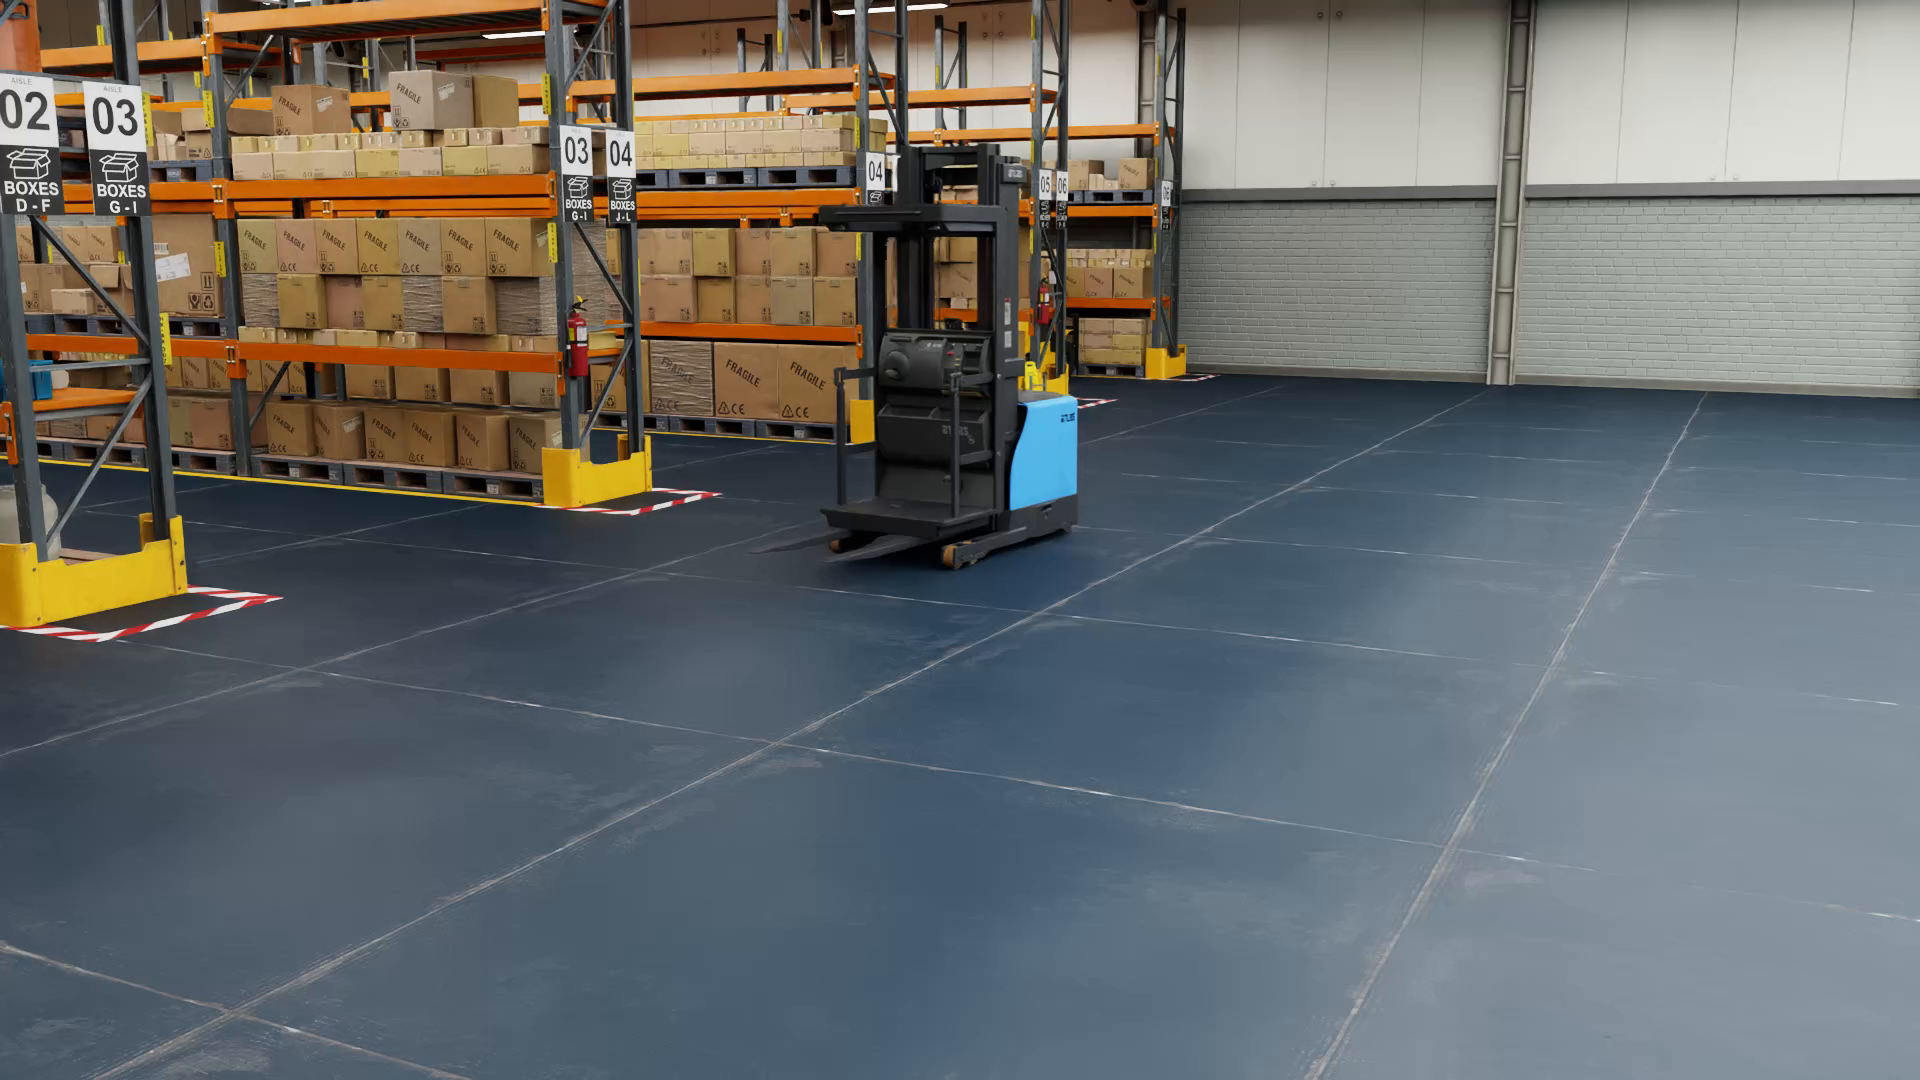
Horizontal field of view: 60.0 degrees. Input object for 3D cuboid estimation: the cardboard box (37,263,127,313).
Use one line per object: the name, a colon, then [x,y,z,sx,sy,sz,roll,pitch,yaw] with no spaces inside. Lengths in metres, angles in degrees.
cardboard box: [-9.273,-2.673,17.614,0.500,0.500,0.700,7,12,34]

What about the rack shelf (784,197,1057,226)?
rack shelf: [-0.555,-4.713,23.945,4.000,0.370,1.077,5,11,26]

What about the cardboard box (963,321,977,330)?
cardboard box: [0.046,-3.015,23.579,0.250,0.149,0.380,5,12,27]

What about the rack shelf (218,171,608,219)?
rack shelf: [-4.939,-3.130,15.200,4.000,0.370,1.077,5,11,26]

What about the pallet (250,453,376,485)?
pallet: [-6.115,-0.746,16.261,1.213,0.211,1.003,5,11,26]

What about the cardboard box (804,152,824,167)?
cardboard box: [-1.534,-4.235,18.530,0.250,0.149,0.380,5,11,26]

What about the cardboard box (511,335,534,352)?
cardboard box: [-3.717,-1.736,14.606,0.250,0.149,0.380,5,11,26]

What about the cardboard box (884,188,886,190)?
cardboard box: [-1.165,-5.138,23.859,0.500,0.250,0.500,5,11,26]

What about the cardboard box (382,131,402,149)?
cardboard box: [-4.922,-3.554,14.822,0.250,0.149,0.380,4,11,23]

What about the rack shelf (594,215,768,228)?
rack shelf: [-5.536,-6.136,31.810,4.000,0.370,1.077,5,11,26]

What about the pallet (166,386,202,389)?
pallet: [-10.923,-2.147,24.000,1.213,0.211,1.003,5,11,26]

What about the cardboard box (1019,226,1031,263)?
cardboard box: [0.684,-4.126,23.182,0.500,0.500,0.700,5,11,24]

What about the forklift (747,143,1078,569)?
forklift: [-0.303,-1.336,11.885,1.130,2.935,3.031,7,12,33]

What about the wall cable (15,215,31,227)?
wall cable: [-18.177,-5.650,32.585,0.123,1.953,0.585,5,11,26]

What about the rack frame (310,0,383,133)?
rack frame: [-8.035,-6.217,21.814,0.127,3.000,1.000,5,11,26]

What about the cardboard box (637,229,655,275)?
cardboard box: [-3.587,-3.496,20.169,0.550,0.550,0.875,5,11,26]

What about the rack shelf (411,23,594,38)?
rack shelf: [-7.729,-8.455,26.865,4.000,0.370,1.077,5,11,26]

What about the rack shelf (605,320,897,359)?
rack shelf: [-2.654,-2.438,19.800,4.000,0.370,1.077,5,11,26]

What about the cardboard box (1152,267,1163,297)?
cardboard box: [3.111,-4.359,28.111,0.500,0.500,0.500,5,12,28]

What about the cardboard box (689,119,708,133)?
cardboard box: [-2.907,-4.748,19.124,0.250,0.149,0.380,5,11,26]

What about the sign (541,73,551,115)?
sign: [-3.409,-3.675,13.705,0.005,0.325,0.100,5,11,26]

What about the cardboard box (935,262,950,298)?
cardboard box: [-0.264,-3.708,23.678,0.500,0.500,0.500,5,11,26]

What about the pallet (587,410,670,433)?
pallet: [-3.800,-1.505,20.455,1.213,0.211,1.003,5,11,26]

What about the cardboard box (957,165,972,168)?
cardboard box: [0.149,-5.229,23.245,0.250,0.149,0.380,5,11,26]

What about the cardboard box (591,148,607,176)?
cardboard box: [-3.464,-3.332,14.716,0.500,0.250,0.500,5,12,28]

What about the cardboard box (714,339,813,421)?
cardboard box: [-2.288,-1.908,19.635,0.875,0.875,0.875,5,11,25]

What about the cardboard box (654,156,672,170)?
cardboard box: [-3.358,-4.395,19.416,0.250,0.149,0.380,5,11,25]

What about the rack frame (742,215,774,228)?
rack frame: [-3.742,-4.857,31.142,0.127,3.000,1.000,5,11,26]

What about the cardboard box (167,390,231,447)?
cardboard box: [-7.694,-1.245,16.968,0.500,0.500,0.700,5,11,25]

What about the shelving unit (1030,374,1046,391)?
shelving unit: [0.418,-0.754,13.526,0.503,1.200,0.258,7,12,32]

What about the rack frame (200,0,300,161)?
rack frame: [-6.733,-5.118,15.739,0.127,3.000,1.000,5,11,26]

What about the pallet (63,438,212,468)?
pallet: [-8.530,-0.951,17.390,1.213,0.211,1.003,5,11,26]

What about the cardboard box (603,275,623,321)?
cardboard box: [-4.112,-2.997,20.443,0.550,0.550,0.875,5,11,26]

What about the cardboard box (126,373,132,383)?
cardboard box: [-12.125,-2.361,24.176,0.250,0.149,0.380,5,11,27]

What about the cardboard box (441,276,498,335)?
cardboard box: [-4.128,-2.114,14.872,0.500,0.500,0.875,5,11,26]

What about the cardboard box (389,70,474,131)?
cardboard box: [-4.648,-3.850,14.637,0.500,0.500,0.500,5,11,26]

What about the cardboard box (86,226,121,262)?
cardboard box: [-12.163,-4.262,23.931,0.500,0.500,0.500,5,11,24]

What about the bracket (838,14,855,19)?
bracket: [-1.959,-9.532,30.021,0.430,0.232,0.235,5,11,26]

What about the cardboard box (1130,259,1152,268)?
cardboard box: [2.997,-4.577,27.496,0.250,0.149,0.380,5,11,27]

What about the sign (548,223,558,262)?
sign: [-3.409,-2.489,13.920,0.005,0.325,0.100,5,11,26]

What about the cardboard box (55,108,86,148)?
cardboard box: [-9.105,-4.095,16.826,0.500,0.500,0.500,5,11,24]

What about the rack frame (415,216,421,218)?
rack frame: [-9.522,-4.379,28.502,0.127,3.000,1.000,5,11,26]

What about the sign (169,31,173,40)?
sign: [-11.382,-7.159,23.950,0.005,0.325,0.100,5,11,26]

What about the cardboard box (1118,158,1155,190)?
cardboard box: [2.927,-6.003,27.314,0.500,0.500,0.500,5,12,28]

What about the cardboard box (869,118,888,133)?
cardboard box: [-1.019,-4.712,18.929,0.250,0.149,0.380,5,11,26]

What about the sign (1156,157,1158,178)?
sign: [3.179,-6.013,26.847,0.005,0.325,0.100,5,11,26]

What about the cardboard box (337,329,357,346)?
cardboard box: [-5.541,-1.883,15.414,0.250,0.149,0.380,5,11,26]

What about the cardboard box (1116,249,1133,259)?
cardboard box: [2.782,-4.750,27.616,0.250,0.149,0.380,5,11,26]

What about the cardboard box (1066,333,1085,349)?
cardboard box: [1.940,-3.393,28.192,0.500,0.250,0.500,5,11,25]

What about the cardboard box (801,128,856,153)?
cardboard box: [-1.423,-4.433,18.505,0.500,0.250,0.500,5,11,27]

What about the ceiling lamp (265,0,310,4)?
ceiling lamp: [-9.740,-9.789,25.157,2.000,3.185,0.800,5,11,26]

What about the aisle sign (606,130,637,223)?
aisle sign: [-2.958,-3.173,14.538,0.004,0.787,0.394,5,11,26]

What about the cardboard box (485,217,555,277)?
cardboard box: [-3.749,-2.542,14.429,0.500,0.500,0.500,5,11,26]
